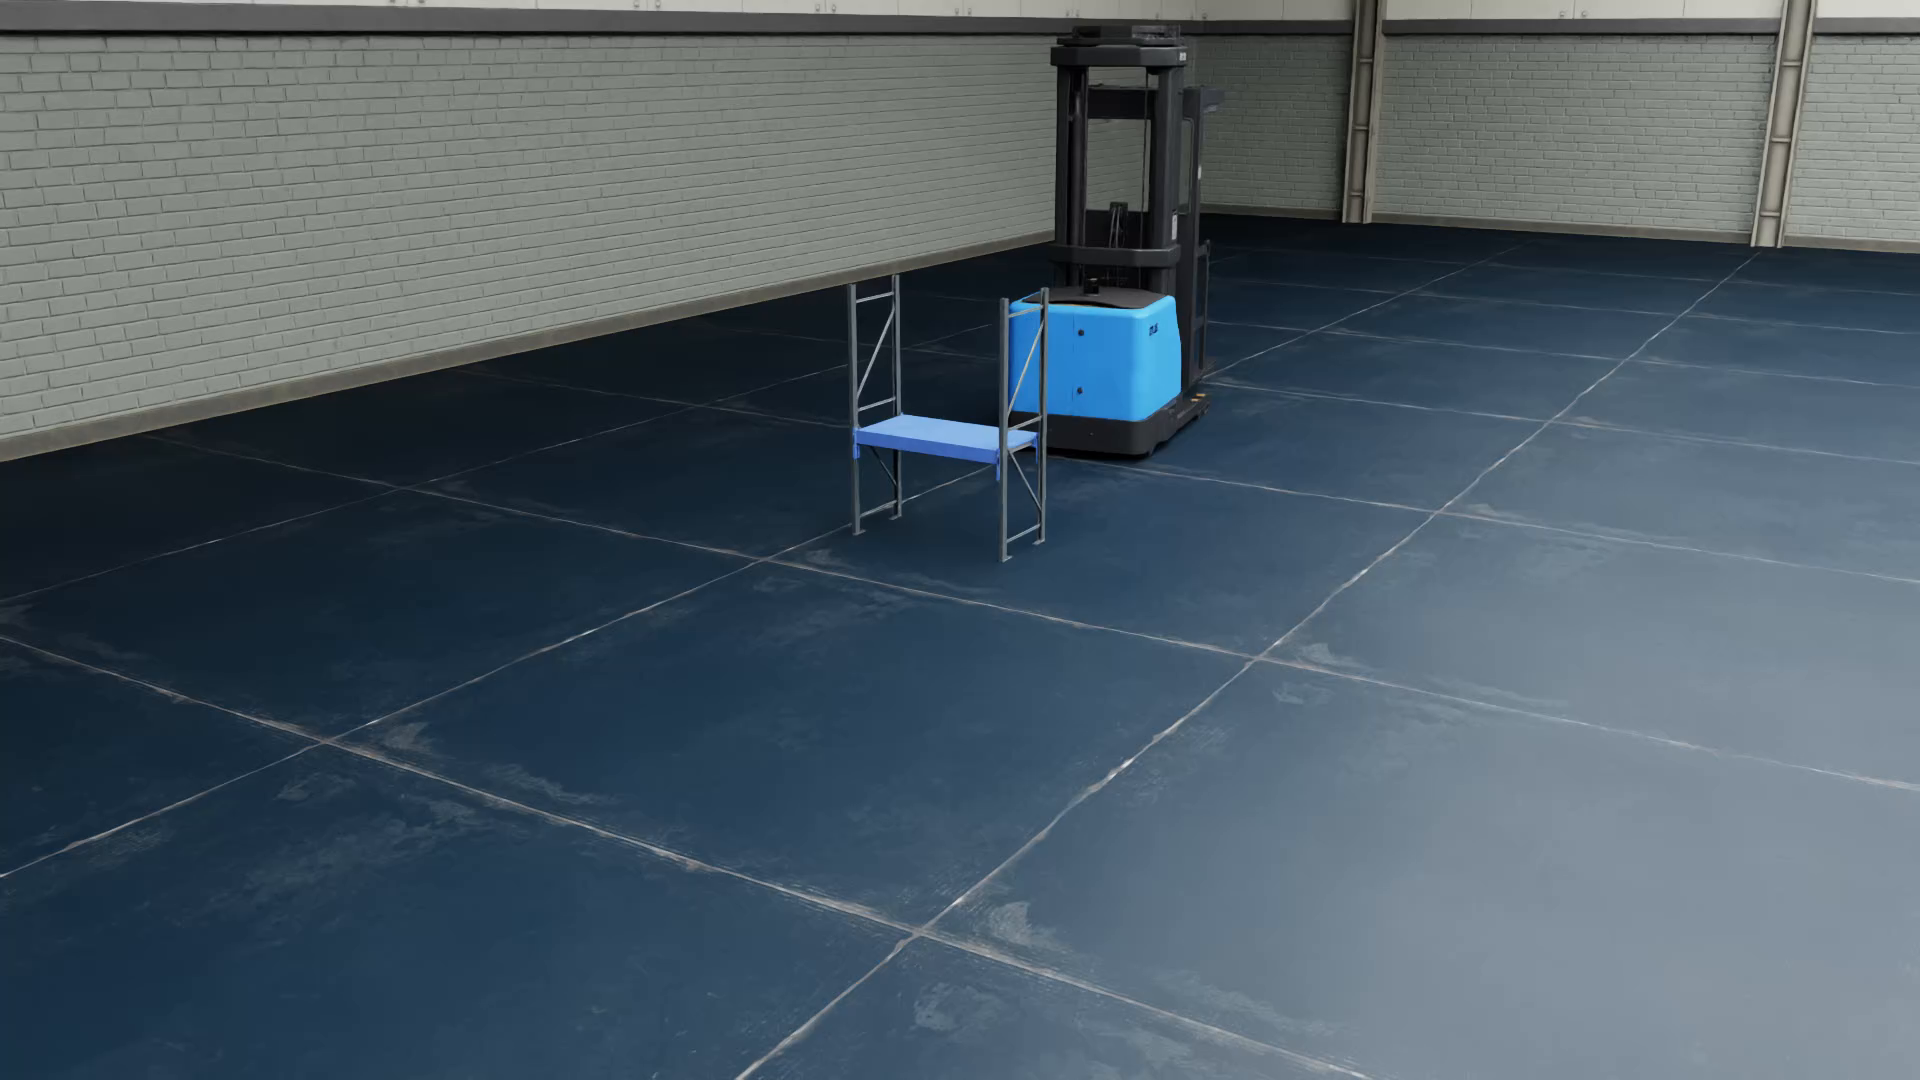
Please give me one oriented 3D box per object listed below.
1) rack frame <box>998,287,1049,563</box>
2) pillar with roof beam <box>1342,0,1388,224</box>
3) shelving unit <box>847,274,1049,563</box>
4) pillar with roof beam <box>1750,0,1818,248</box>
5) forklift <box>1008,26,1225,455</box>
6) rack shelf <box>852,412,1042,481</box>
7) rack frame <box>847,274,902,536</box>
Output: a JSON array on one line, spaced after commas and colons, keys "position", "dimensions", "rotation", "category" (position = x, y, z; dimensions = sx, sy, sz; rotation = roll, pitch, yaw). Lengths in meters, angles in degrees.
[{"position": [0.360, -0.653, 9.451], "dimensions": [0.032, 1.500, 0.500], "rotation": [10, 20, 30], "category": "rack frame"}, {"position": [4.106, -8.333, 21.830], "dimensions": [0.400, 9.000, 9.100], "rotation": [10, 20, 30], "category": "pillar with roof beam"}, {"position": [-0.073, -0.731, 9.706], "dimensions": [1.048, 1.500, 0.538], "rotation": [10, 20, 30], "category": "shelving unit"}, {"position": [9.218, -7.420, 18.826], "dimensions": [0.400, 9.000, 9.100], "rotation": [10, 20, 30], "category": "pillar with roof beam"}, {"position": [1.341, -2.383, 12.683], "dimensions": [1.130, 2.935, 3.031], "rotation": [7, 18, 21], "category": "forklift"}, {"position": [-0.073, -0.558, 9.758], "dimensions": [1.000, 0.185, 0.538], "rotation": [10, 20, 30], "category": "rack shelf"}, {"position": [-0.506, -0.808, 9.960], "dimensions": [0.032, 1.500, 0.500], "rotation": [10, 20, 30], "category": "rack frame"}]
